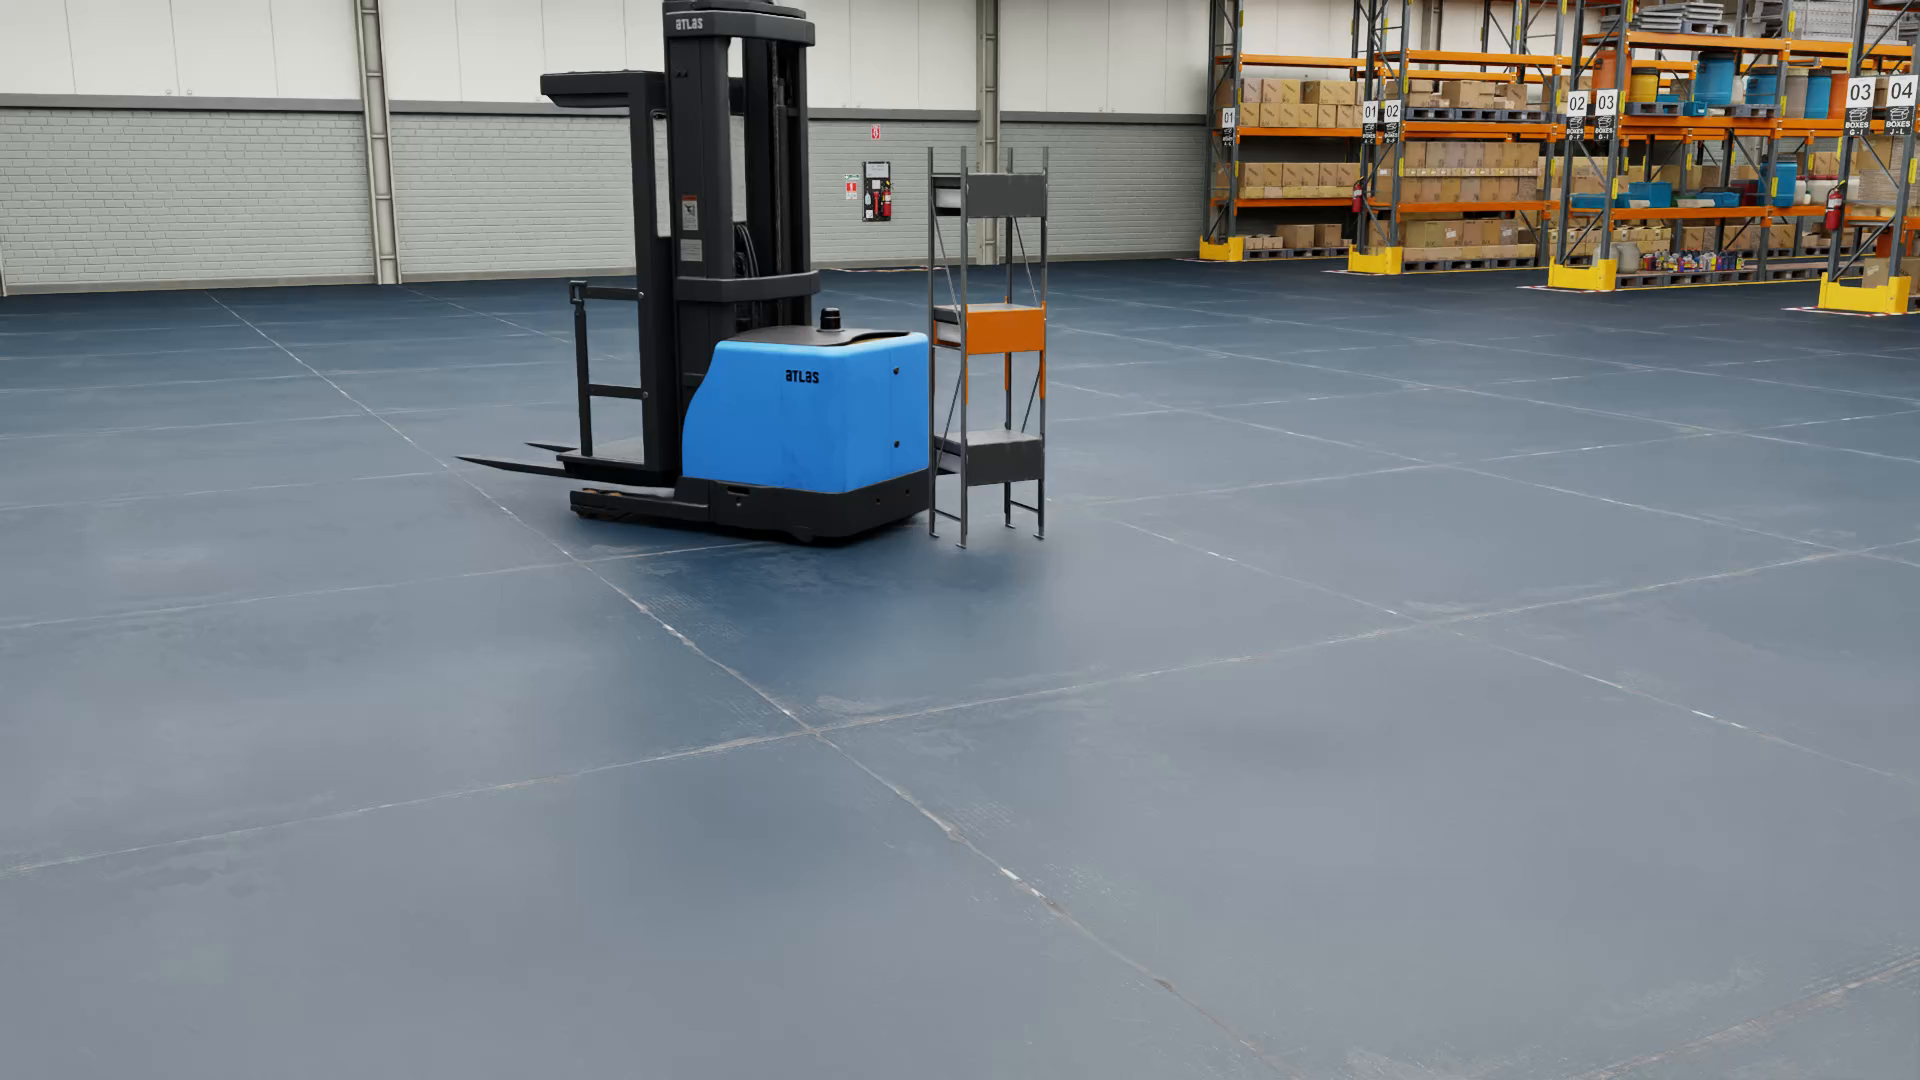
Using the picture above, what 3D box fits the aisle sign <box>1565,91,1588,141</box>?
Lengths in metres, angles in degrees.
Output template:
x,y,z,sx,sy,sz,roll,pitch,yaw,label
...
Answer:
x,y,z,sx,sy,sz,roll,pitch,yaw,label
10.177,-7.000,27.460,0.004,0.787,0.394,-7,14,-28,aisle sign

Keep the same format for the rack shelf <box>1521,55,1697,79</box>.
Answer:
x,y,z,sx,sy,sz,roll,pitch,yaw,label
13.279,-9.649,34.037,4.000,0.370,1.077,-7,14,-28,rack shelf

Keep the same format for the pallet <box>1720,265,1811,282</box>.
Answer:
x,y,z,sx,sy,sz,roll,pitch,yaw,label
14.564,-4.832,30.101,1.213,0.211,1.003,-7,14,-28,pallet

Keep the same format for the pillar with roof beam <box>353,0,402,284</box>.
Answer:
x,y,z,sx,sy,sz,roll,pitch,yaw,label
-7.901,-8.035,24.317,0.400,9.000,9.100,-7,14,-28,pillar with roof beam

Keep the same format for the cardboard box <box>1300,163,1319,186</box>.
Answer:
x,y,z,sx,sy,sz,roll,pitch,yaw,label
7.541,-8.046,36.616,0.500,0.500,0.500,-6,14,-26,cardboard box

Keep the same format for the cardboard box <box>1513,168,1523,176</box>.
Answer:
x,y,z,sx,sy,sz,roll,pitch,yaw,label
10.941,-7.299,33.006,0.250,0.149,0.380,-7,15,-30,cardboard box

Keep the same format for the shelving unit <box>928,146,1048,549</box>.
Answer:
x,y,z,sx,sy,sz,roll,pitch,yaw,label
0.145,-1.042,8.956,0.503,2.100,0.431,-7,14,-28,shelving unit

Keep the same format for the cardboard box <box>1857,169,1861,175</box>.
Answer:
x,y,z,sx,sy,sz,roll,pitch,yaw,label
20.451,-8.594,37.960,0.500,0.500,0.500,-6,14,-26,cardboard box

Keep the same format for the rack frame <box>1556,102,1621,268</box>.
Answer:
x,y,z,sx,sy,sz,roll,pitch,yaw,label
10.383,-5.682,27.524,0.127,3.000,1.000,-7,14,-28,rack frame

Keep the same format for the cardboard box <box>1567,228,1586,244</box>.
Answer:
x,y,z,sx,sy,sz,roll,pitch,yaw,label
12.447,-6.242,34.041,0.500,0.311,0.500,-7,14,-29,cardboard box

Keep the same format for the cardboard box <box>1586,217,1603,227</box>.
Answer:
x,y,z,sx,sy,sz,roll,pitch,yaw,label
15.660,-7.916,41.392,0.750,0.750,0.750,-7,14,-27,cardboard box

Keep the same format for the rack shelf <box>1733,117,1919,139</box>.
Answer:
x,y,z,sx,sy,sz,roll,pitch,yaw,label
15.649,-7.426,30.079,4.000,0.370,1.077,-7,14,-28,rack shelf

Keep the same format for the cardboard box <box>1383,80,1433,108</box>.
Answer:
x,y,z,sx,sy,sz,roll,pitch,yaw,label
8.519,-8.483,31.631,0.637,0.503,0.797,-6,14,-24,cardboard box

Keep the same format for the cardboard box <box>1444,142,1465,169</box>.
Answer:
x,y,z,sx,sy,sz,roll,pitch,yaw,label
9.376,-7.480,32.333,0.500,0.500,0.700,-7,14,-28,cardboard box

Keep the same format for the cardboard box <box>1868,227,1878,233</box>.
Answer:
x,y,z,sx,sy,sz,roll,pitch,yaw,label
21.697,-7.211,39.008,0.500,0.500,0.500,-7,14,-28,cardboard box

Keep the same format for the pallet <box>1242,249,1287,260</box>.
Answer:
x,y,z,sx,sy,sz,roll,pitch,yaw,label
6.432,-6.317,36.699,1.213,0.211,1.003,-7,14,-28,pallet

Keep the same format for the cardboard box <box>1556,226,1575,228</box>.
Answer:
x,y,z,sx,sy,sz,roll,pitch,yaw,label
12.634,-6.401,34.746,0.500,0.311,0.500,-7,14,-28,cardboard box

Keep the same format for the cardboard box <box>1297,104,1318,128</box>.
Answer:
x,y,z,sx,sy,sz,roll,pitch,yaw,label
7.451,-9.266,36.343,0.500,0.500,0.500,-6,14,-24,cardboard box

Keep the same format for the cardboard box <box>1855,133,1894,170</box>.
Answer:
x,y,z,sx,sy,sz,roll,pitch,yaw,label
13.120,-5.515,23.598,0.500,0.500,0.500,-7,14,-28,cardboard box

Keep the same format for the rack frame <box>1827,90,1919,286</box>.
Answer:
x,y,z,sx,sy,sz,roll,pitch,yaw,label
12.756,-4.727,23.283,0.127,3.000,1.000,-7,14,-28,rack frame

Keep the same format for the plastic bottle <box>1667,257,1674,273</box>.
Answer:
x,y,z,sx,sy,sz,roll,pitch,yaw,label
12.123,-4.696,28.356,0.097,0.271,0.097,0,13,0,plastic bottle

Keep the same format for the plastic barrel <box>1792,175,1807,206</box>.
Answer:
x,y,z,sx,sy,sz,roll,pitch,yaw,label
14.838,-6.227,29.639,0.433,0.535,0.433,0,13,0,plastic barrel

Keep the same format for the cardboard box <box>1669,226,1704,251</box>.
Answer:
x,y,z,sx,sy,sz,roll,pitch,yaw,label
15.571,-6.466,35.702,0.500,0.500,0.500,-6,14,-25,cardboard box

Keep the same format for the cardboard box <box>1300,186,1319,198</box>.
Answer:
x,y,z,sx,sy,sz,roll,pitch,yaw,label
7.560,-7.680,36.701,0.500,0.250,0.500,-7,14,-27,cardboard box

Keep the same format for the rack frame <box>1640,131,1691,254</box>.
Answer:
x,y,z,sx,sy,sz,roll,pitch,yaw,label
15.034,-7.478,35.507,0.127,3.000,1.000,-7,14,-28,rack frame

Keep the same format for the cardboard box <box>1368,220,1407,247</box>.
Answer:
x,y,z,sx,sy,sz,roll,pitch,yaw,label
8.341,-5.980,32.447,0.500,0.500,0.500,-7,14,-28,cardboard box

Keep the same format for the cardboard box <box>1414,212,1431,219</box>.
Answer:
x,y,z,sx,sy,sz,roll,pitch,yaw,label
10.624,-7.556,38.835,0.500,0.250,0.500,-7,15,-29,cardboard box

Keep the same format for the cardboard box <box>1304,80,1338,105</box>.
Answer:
x,y,z,sx,sy,sz,roll,pitch,yaw,label
7.907,-9.800,36.441,0.500,0.500,0.500,-7,15,-30,cardboard box

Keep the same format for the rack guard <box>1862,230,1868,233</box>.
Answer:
x,y,z,sx,sy,sz,roll,pitch,yaw,label
21.989,-7.093,39.486,0.348,0.500,1.175,-7,14,-28,rack guard

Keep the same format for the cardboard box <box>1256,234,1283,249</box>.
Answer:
x,y,z,sx,sy,sz,roll,pitch,yaw,label
6.786,-6.609,36.768,0.500,0.311,0.500,-6,14,-23,cardboard box

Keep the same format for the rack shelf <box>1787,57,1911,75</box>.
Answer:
x,y,z,sx,sy,sz,roll,pitch,yaw,label
20.301,-10.684,37.733,4.000,0.370,1.077,-7,14,-28,rack shelf

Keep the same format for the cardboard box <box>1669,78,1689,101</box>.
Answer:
x,y,z,sx,sy,sz,roll,pitch,yaw,label
15.420,-9.523,35.256,0.500,0.500,0.500,-7,14,-28,cardboard box

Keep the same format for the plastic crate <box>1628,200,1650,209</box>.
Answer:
x,y,z,sx,sy,sz,roll,pitch,yaw,label
11.322,-5.585,27.696,0.250,0.136,0.298,-7,14,-28,plastic crate

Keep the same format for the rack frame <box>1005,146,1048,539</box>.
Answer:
x,y,z,sx,sy,sz,roll,pitch,yaw,label
0.359,-1.067,9.070,0.015,2.100,0.400,-7,14,-28,rack frame

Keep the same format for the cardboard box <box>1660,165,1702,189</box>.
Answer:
x,y,z,sx,sy,sz,roll,pitch,yaw,label
15.533,-7.820,35.841,0.700,0.500,0.500,11,17,41,cardboard box

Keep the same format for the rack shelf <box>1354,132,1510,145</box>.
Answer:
x,y,z,sx,sy,sz,roll,pitch,yaw,label
10.902,-9.335,38.562,4.000,0.370,1.077,-7,14,-28,rack shelf

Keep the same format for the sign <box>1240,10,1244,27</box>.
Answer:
x,y,z,sx,sy,sz,roll,pitch,yaw,label
5.895,-10.908,34.773,0.005,0.325,0.100,-7,14,-28,sign

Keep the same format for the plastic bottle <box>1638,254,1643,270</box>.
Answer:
x,y,z,sx,sy,sz,roll,pitch,yaw,label
11.878,-4.865,29.079,0.133,0.283,0.061,-6,14,-26,plastic bottle

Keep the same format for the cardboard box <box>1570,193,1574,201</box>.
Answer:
x,y,z,sx,sy,sz,roll,pitch,yaw,label
12.399,-6.989,33.904,0.250,0.149,0.380,-7,14,-28,cardboard box

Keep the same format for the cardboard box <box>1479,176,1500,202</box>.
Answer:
x,y,z,sx,sy,sz,roll,pitch,yaw,label
10.235,-6.950,32.931,0.500,0.500,0.700,-7,14,-27,cardboard box

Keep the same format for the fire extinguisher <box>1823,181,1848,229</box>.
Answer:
x,y,z,sx,sy,sz,roll,pitch,yaw,label
12.434,-4.766,23.633,0.183,0.674,0.296,-7,14,-28,fire extinguisher

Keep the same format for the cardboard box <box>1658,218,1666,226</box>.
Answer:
x,y,z,sx,sy,sz,roll,pitch,yaw,label
17.768,-8.004,42.578,0.500,0.500,0.700,-6,14,-27,cardboard box

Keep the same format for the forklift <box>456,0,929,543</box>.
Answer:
x,y,z,sx,sy,sz,roll,pitch,yaw,label
-1.683,-1.630,9.678,3.031,2.935,1.130,7,15,29,forklift

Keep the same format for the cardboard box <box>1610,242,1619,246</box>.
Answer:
x,y,z,sx,sy,sz,roll,pitch,yaw,label
13.346,-6.078,34.589,0.500,0.250,0.500,-7,14,-27,cardboard box

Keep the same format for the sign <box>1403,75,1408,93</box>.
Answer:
x,y,z,sx,sy,sz,roll,pitch,yaw,label
8.273,-8.458,30.856,0.005,0.325,0.100,-7,14,-28,sign

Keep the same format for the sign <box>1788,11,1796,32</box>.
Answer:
x,y,z,sx,sy,sz,roll,pitch,yaw,label
14.147,-8.820,28.282,0.005,0.325,0.100,-7,14,-28,sign

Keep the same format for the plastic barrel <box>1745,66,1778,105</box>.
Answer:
x,y,z,sx,sy,sz,roll,pitch,yaw,label
14.236,-7.906,29.433,0.708,0.901,0.600,-7,14,-28,plastic barrel

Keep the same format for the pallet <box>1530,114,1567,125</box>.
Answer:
x,y,z,sx,sy,sz,roll,pitch,yaw,label
12.291,-8.523,33.753,1.217,0.209,0.805,-8,15,-30,pallet

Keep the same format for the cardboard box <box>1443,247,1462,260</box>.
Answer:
x,y,z,sx,sy,sz,roll,pitch,yaw,label
9.466,-5.620,32.554,0.500,0.250,0.500,-7,14,-28,cardboard box

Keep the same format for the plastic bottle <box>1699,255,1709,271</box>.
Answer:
x,y,z,sx,sy,sz,roll,pitch,yaw,label
12.870,-4.795,28.784,0.135,0.276,0.152,-7,14,-27,plastic bottle

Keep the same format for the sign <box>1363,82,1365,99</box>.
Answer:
x,y,z,sx,sy,sz,roll,pitch,yaw,label
7.765,-8.600,31.821,0.005,0.325,0.100,-7,14,-28,sign

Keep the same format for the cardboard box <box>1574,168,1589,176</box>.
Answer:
x,y,z,sx,sy,sz,roll,pitch,yaw,label
14.996,-8.853,40.666,0.500,0.500,0.500,-7,14,-28,cardboard box

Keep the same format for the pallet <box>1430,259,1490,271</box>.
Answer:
x,y,z,sx,sy,sz,roll,pitch,yaw,label
9.733,-5.492,33.034,1.213,0.211,1.003,-7,14,-28,pallet

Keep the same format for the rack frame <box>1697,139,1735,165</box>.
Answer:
x,y,z,sx,sy,sz,roll,pitch,yaw,label
19.679,-9.274,43.487,0.127,3.000,1.000,-7,14,-28,rack frame

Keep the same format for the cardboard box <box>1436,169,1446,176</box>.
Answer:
x,y,z,sx,sy,sz,roll,pitch,yaw,label
9.133,-7.082,32.042,0.250,0.149,0.380,-7,14,-29,cardboard box
